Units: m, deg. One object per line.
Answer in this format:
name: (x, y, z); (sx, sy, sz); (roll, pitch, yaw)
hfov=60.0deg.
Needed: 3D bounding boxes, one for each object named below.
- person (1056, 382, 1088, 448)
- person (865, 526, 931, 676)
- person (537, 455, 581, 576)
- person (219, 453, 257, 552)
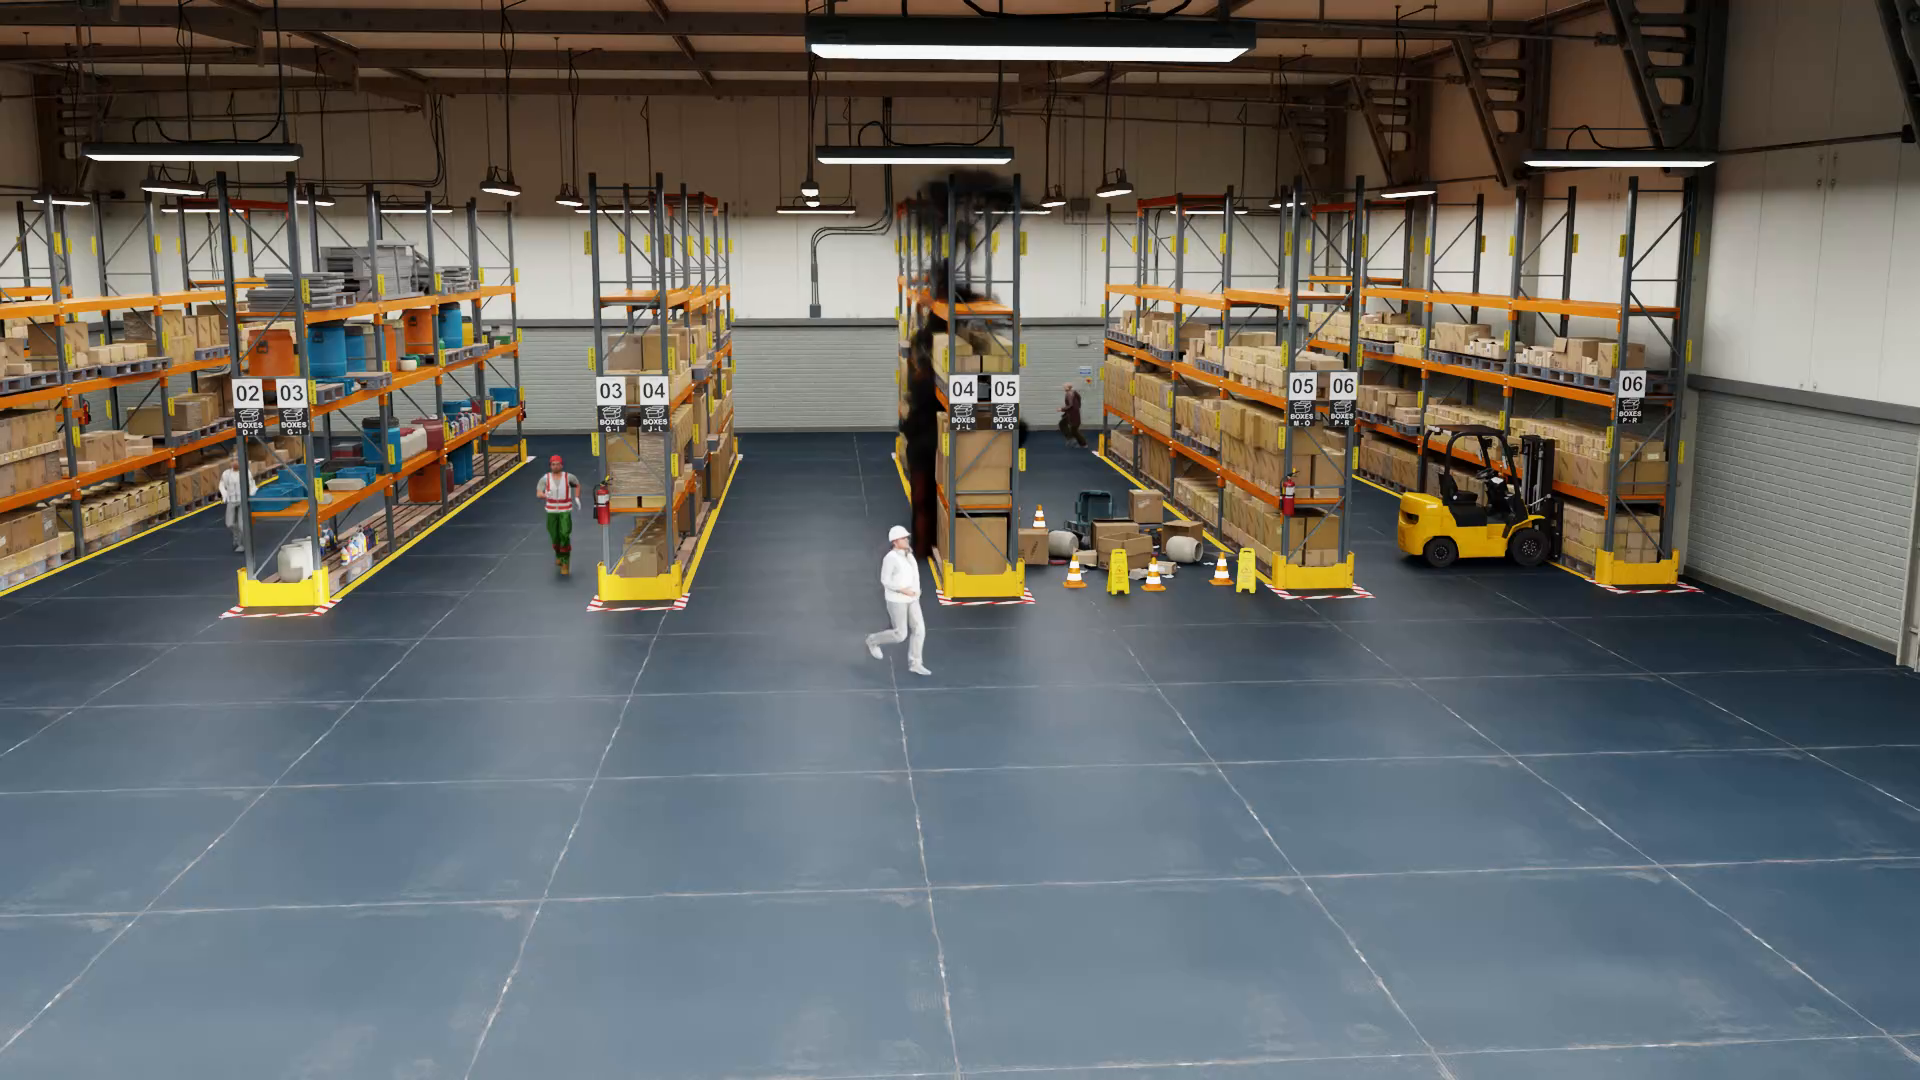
person: (2.810, -3.108, 41.485); (0.832, 1.685, 0.739); (0, 10, 0)
person: (-0.714, 0.707, 19.735); (0.867, 1.770, 0.670); (6, 12, 31)
person: (-6.215, -0.403, 25.805); (0.648, 1.845, 0.799); (-1, 10, -4)
person: (-11.944, -0.630, 27.508); (0.599, 1.652, 0.539); (-2, 10, -12)
